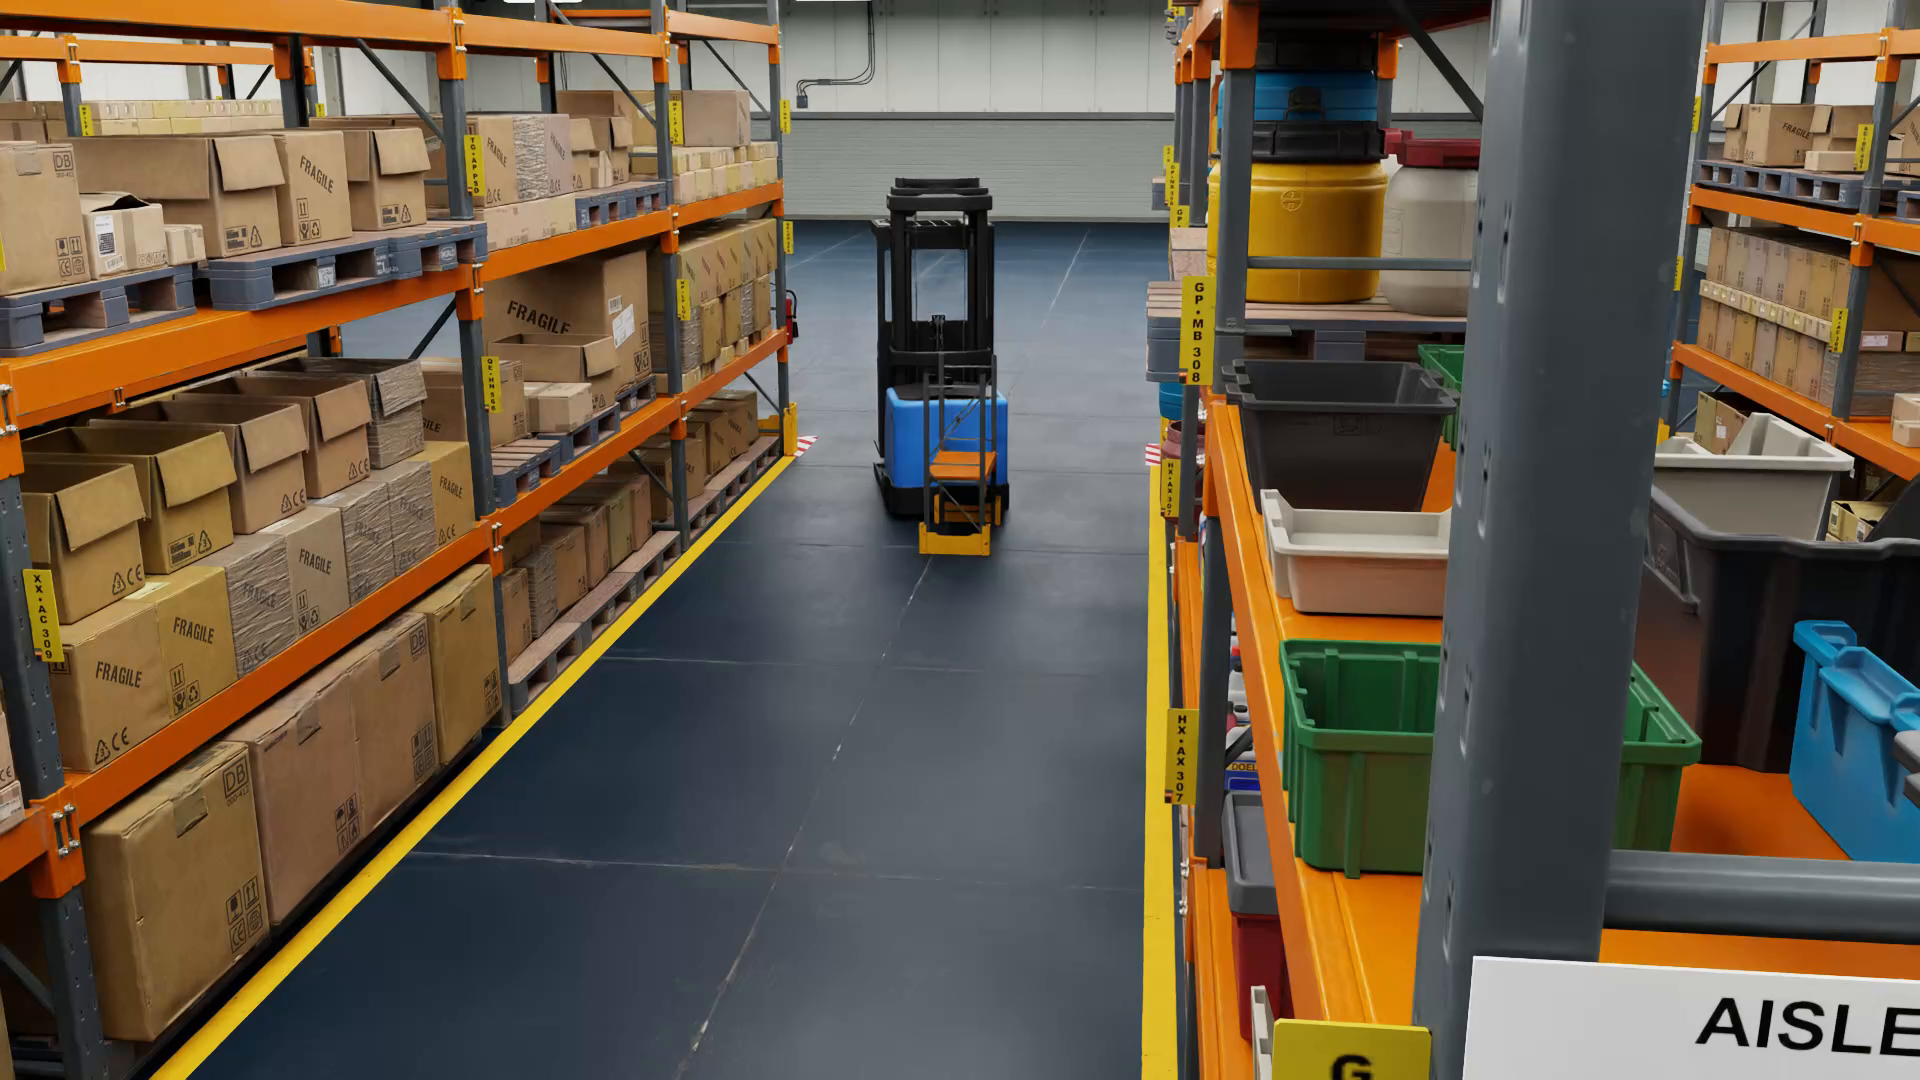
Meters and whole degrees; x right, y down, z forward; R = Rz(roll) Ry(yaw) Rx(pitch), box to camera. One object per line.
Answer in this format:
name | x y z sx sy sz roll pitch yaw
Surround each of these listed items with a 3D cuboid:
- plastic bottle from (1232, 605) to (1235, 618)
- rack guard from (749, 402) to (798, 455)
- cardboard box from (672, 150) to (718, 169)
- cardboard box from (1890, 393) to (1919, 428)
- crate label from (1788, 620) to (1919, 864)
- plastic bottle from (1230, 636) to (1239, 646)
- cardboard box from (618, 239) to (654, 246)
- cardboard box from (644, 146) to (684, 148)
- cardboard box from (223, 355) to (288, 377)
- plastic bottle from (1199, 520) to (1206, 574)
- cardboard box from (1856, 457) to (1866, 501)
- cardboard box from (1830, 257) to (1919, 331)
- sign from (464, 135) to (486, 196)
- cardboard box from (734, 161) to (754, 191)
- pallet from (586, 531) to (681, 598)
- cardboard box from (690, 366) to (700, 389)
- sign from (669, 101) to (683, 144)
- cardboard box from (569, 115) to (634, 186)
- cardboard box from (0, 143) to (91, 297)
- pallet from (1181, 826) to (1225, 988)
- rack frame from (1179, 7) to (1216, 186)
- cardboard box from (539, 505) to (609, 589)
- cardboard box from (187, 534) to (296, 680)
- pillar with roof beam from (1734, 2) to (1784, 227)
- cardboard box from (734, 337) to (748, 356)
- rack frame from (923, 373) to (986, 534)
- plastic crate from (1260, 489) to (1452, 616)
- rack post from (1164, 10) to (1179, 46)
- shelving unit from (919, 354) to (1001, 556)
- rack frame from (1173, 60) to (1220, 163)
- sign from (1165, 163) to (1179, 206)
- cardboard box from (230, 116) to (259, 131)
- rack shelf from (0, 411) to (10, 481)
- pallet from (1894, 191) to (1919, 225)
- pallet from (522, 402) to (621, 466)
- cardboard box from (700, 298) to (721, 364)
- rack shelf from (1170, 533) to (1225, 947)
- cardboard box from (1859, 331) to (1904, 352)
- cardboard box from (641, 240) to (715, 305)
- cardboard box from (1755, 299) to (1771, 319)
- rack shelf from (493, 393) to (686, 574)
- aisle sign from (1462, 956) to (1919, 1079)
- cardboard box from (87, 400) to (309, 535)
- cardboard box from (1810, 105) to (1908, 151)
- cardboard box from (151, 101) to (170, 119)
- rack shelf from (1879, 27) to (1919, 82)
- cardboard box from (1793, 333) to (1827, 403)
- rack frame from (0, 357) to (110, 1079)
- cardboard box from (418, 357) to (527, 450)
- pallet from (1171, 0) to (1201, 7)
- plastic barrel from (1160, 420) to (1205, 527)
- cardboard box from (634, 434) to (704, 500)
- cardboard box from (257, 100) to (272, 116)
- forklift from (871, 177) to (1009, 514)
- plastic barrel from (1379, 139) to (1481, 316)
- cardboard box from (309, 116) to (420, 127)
plastic bottle | 1.179 0.410 7.145 0.097 0.271 0.097 0 15 0
rack guard | -2.321 -1.188 17.596 1.175 0.500 0.348 2 15 6
cardboard box | -2.305 -3.292 14.367 0.380 0.149 0.250 1 15 5
cardboard box | 7.067 -0.882 11.966 0.500 0.250 0.500 3 15 10
crate label | 1.229 0.276 1.934 0.408 0.251 0.502 2 15 6
plastic bottle | 1.092 0.532 6.686 0.152 0.276 0.135 2 15 6
cardboard box | -2.931 -2.306 14.265 0.500 0.500 0.500 2 15 6
cardboard box | -2.735 -3.515 15.192 0.380 0.149 0.250 2 15 6
cardboard box | -7.337 -1.357 16.701 0.875 0.875 0.875 1 15 5
plastic bottle | 1.254 0.050 8.455 0.061 0.283 0.133 2 15 6
cardboard box | 7.491 -0.562 13.521 0.500 0.500 0.500 2 15 6
cardboard box | 7.123 -1.874 12.668 0.700 0.500 0.500 2 15 7
sign | -2.664 -2.056 9.132 0.100 0.325 0.005 2 15 6
cardboard box | -2.234 -3.395 15.511 0.500 0.250 0.500 2 15 7
pallet | -2.850 0.171 13.123 1.003 0.211 1.213 2 15 6
cardboard box | -2.399 -1.367 13.951 0.380 0.149 0.250 2 15 6
sign | -2.212 -3.249 12.939 0.100 0.325 0.005 2 15 6
cardboard box | -2.915 -2.958 12.606 0.797 0.503 0.637 1 15 3
cardboard box | -3.611 -1.151 5.931 0.700 0.500 0.500 2 15 8
pallet | 1.519 1.674 7.567 1.003 0.211 1.213 2 15 6
rack frame | 2.158 -4.127 12.184 1.000 3.000 0.127 2 15 6
cardboard box | -2.989 0.045 12.197 0.700 0.500 0.500 0 15 1
cardboard box | -3.253 0.278 7.196 0.500 0.500 0.500 1 15 5
pillar with roof beam | 10.987 -9.461 31.910 9.100 9.000 0.400 2 15 6
cardboard box | -2.204 -1.821 15.630 0.380 0.149 0.250 2 15 6
rack frame | -0.044 -0.612 13.552 0.500 1.500 0.032 2 15 6
plastic crate | 0.790 0.018 3.109 0.437 0.136 0.530 2 15 6
rack post | 2.397 -4.730 15.374 0.937 0.300 0.954 3 15 12
shelving unit | 0.011 -0.741 14.031 0.587 1.500 1.083 2 15 6
rack frame | 2.609 -5.164 16.020 1.000 3.000 0.127 2 15 6
sign | 1.612 -2.702 12.645 0.100 0.325 0.005 2 15 6
cardboard box | -7.121 -3.961 16.041 0.500 0.250 0.500 2 15 6
rack shelf | -3.892 0.116 3.617 1.077 0.370 4.000 2 15 6
pallet | 6.992 -2.210 11.210 0.805 0.209 1.217 1 15 4
pallet | -3.032 -0.761 11.598 1.003 0.211 1.213 2 15 6
cardboard box | -2.560 -1.812 14.355 0.875 0.500 0.500 2 15 6
rack shelf | 1.481 0.673 7.306 1.077 0.370 4.000 2 15 6
cardboard box | 6.897 -1.522 12.610 0.380 0.149 0.250 2 15 6
cardboard box | -2.405 -2.290 14.208 0.500 0.500 0.500 2 15 6
cardboard box | 7.098 -1.989 14.335 0.380 0.149 0.250 2 15 7
rack shelf | -2.989 -0.511 11.682 1.077 0.370 4.000 2 15 6
aisle sign | 0.505 0.637 1.080 0.394 0.787 0.004 2 15 6
cardboard box | -3.459 -0.339 7.557 0.797 0.503 0.637 2 15 8
cardboard box | 7.390 -3.275 13.511 0.797 0.503 0.637 3 16 12
cardboard box | -7.217 -3.794 14.656 0.380 0.149 0.250 1 15 5
rack shelf | 6.853 -2.921 9.868 1.077 0.370 4.000 2 15 6
cardboard box | 7.176 -1.384 13.344 0.700 0.500 0.500 2 15 6
rack frame | -3.670 0.698 5.833 0.949 2.616 0.053 2 15 6
cardboard box | -3.230 -0.879 10.670 0.700 0.500 0.500 4 16 15
pallet | 1.594 -2.619 7.735 1.213 0.211 1.003 2 15 6
plastic barrel | 1.458 -0.388 9.591 0.600 0.536 0.708 2 15 6
cardboard box | -2.622 -0.624 14.707 0.500 0.500 0.500 7 17 24
cardboard box | -7.016 -4.253 16.356 0.380 0.149 0.250 2 15 7
forklift | -0.258 -1.979 15.866 1.130 2.935 3.031 -2 15 -7
plastic barrel | 1.564 -1.001 5.307 0.433 0.535 0.433 0 15 0
cardboard box | -3.410 -2.208 9.685 0.500 0.500 0.500 2 15 8
